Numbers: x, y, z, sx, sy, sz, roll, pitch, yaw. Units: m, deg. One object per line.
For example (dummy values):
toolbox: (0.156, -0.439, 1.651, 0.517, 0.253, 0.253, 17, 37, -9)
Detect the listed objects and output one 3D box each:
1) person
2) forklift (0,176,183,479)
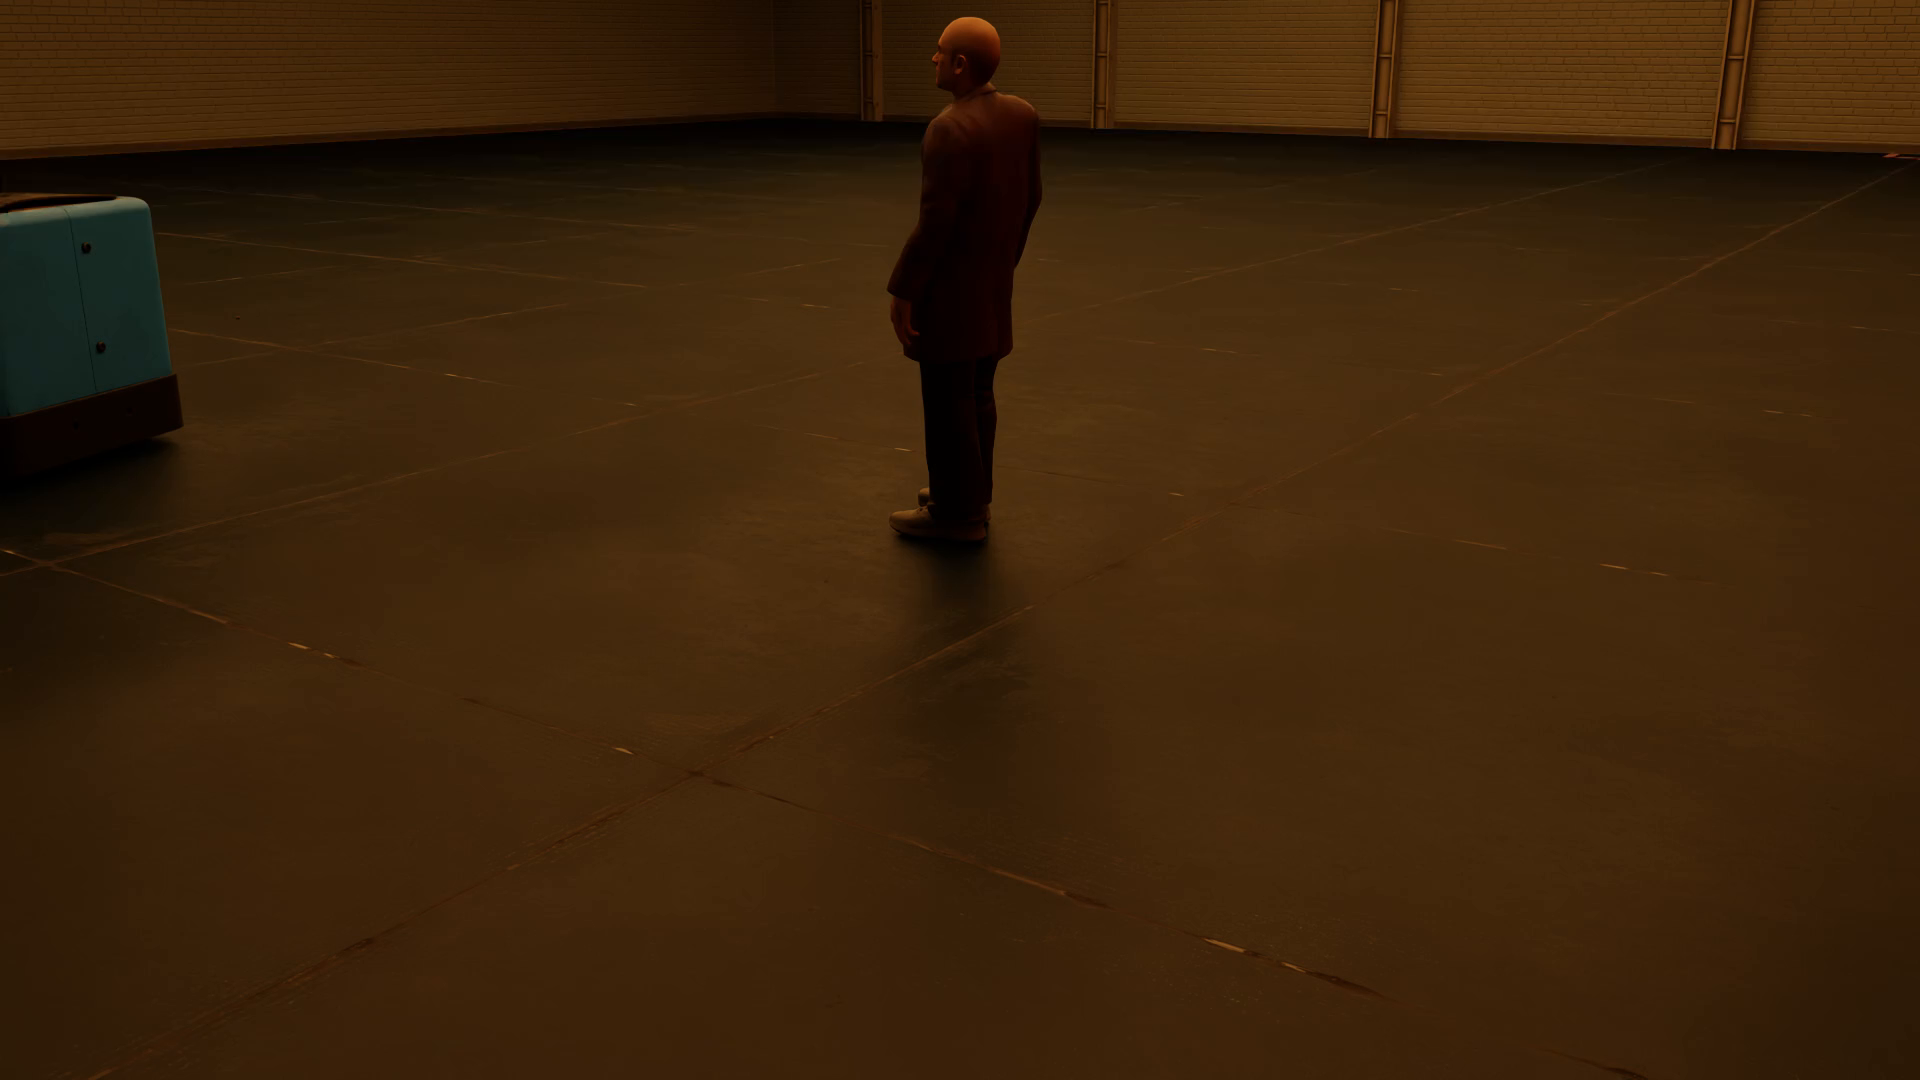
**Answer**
person: (-0.072, -0.875, 5.745, 0.582, 1.776, 0.696, 11, 20, 33)
forklift: (-5.020, -1.822, 6.927, 3.031, 2.935, 1.130, 4, 17, 15)
